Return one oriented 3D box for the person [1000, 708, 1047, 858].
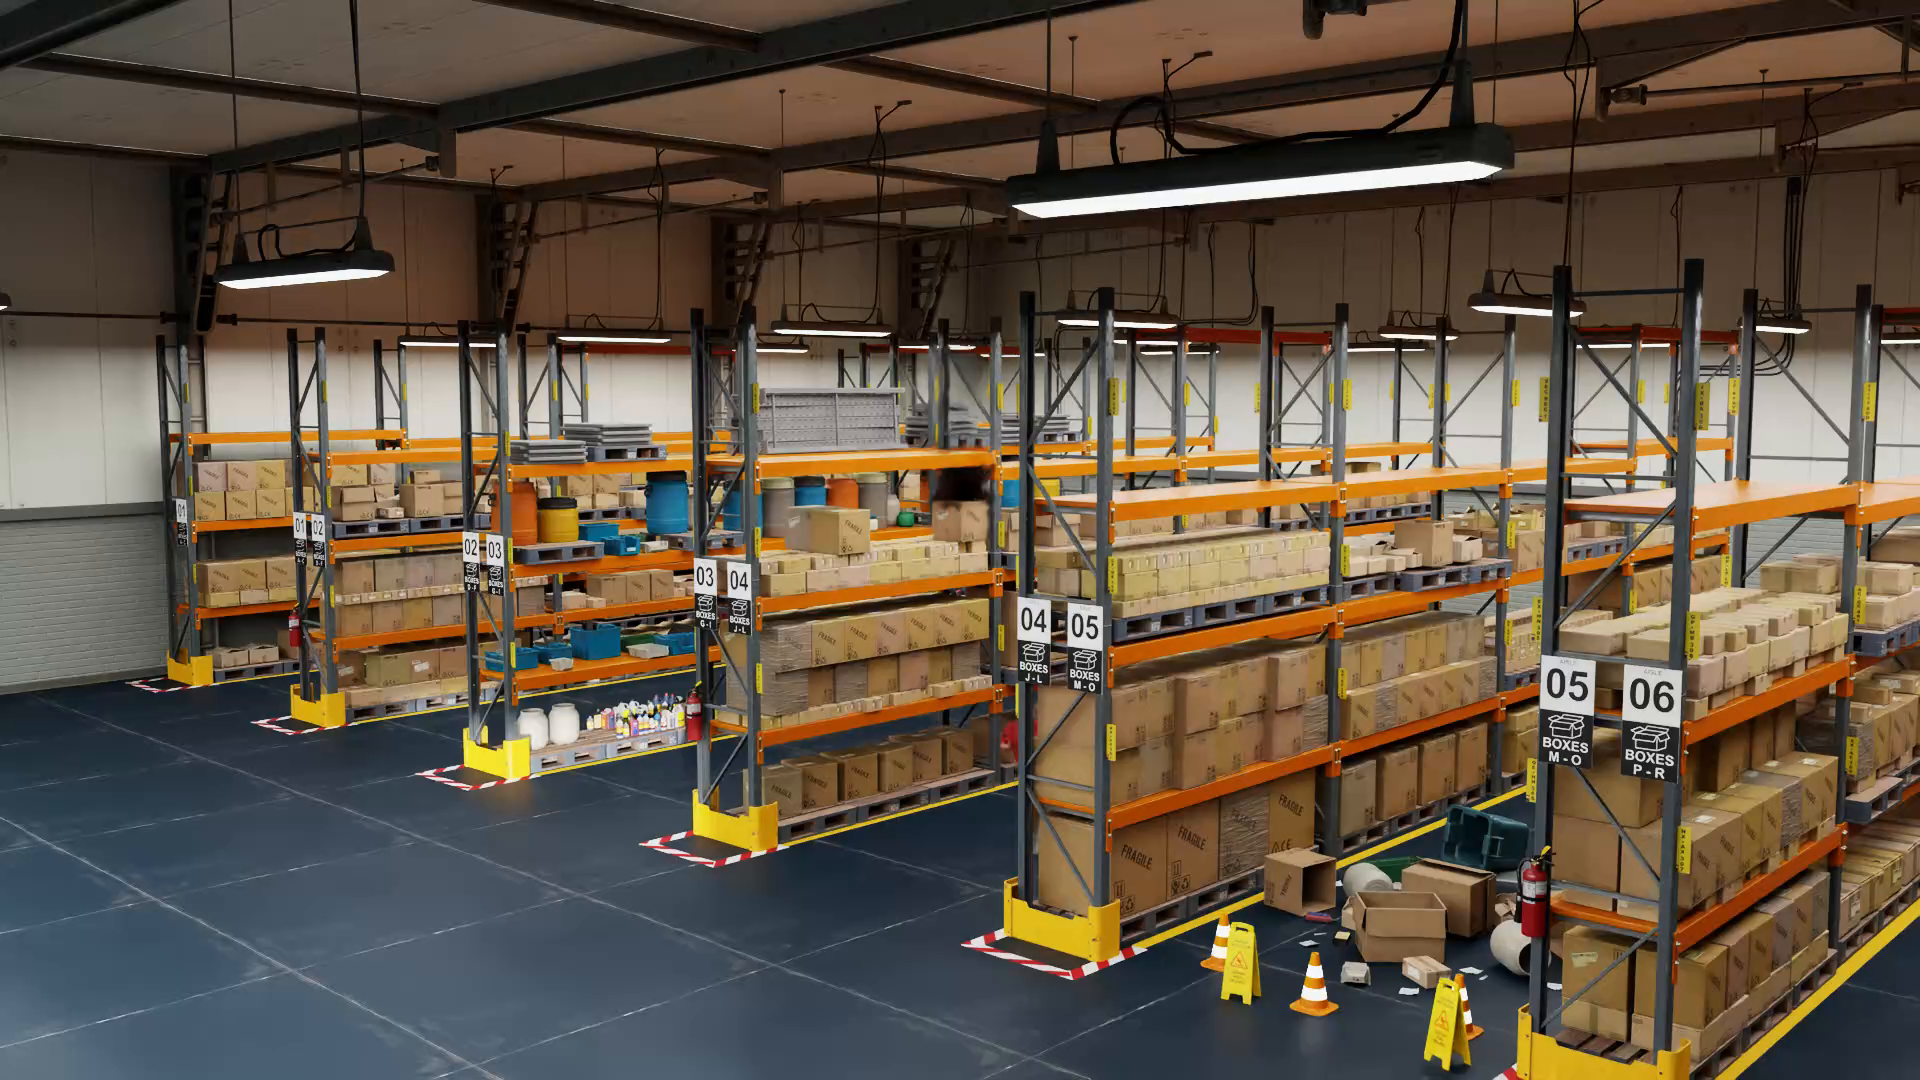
[{"bbox_3d":[0.816,2.610,18.394,0.649,1.733,0.959,3,6,29],"label":"person"}]
